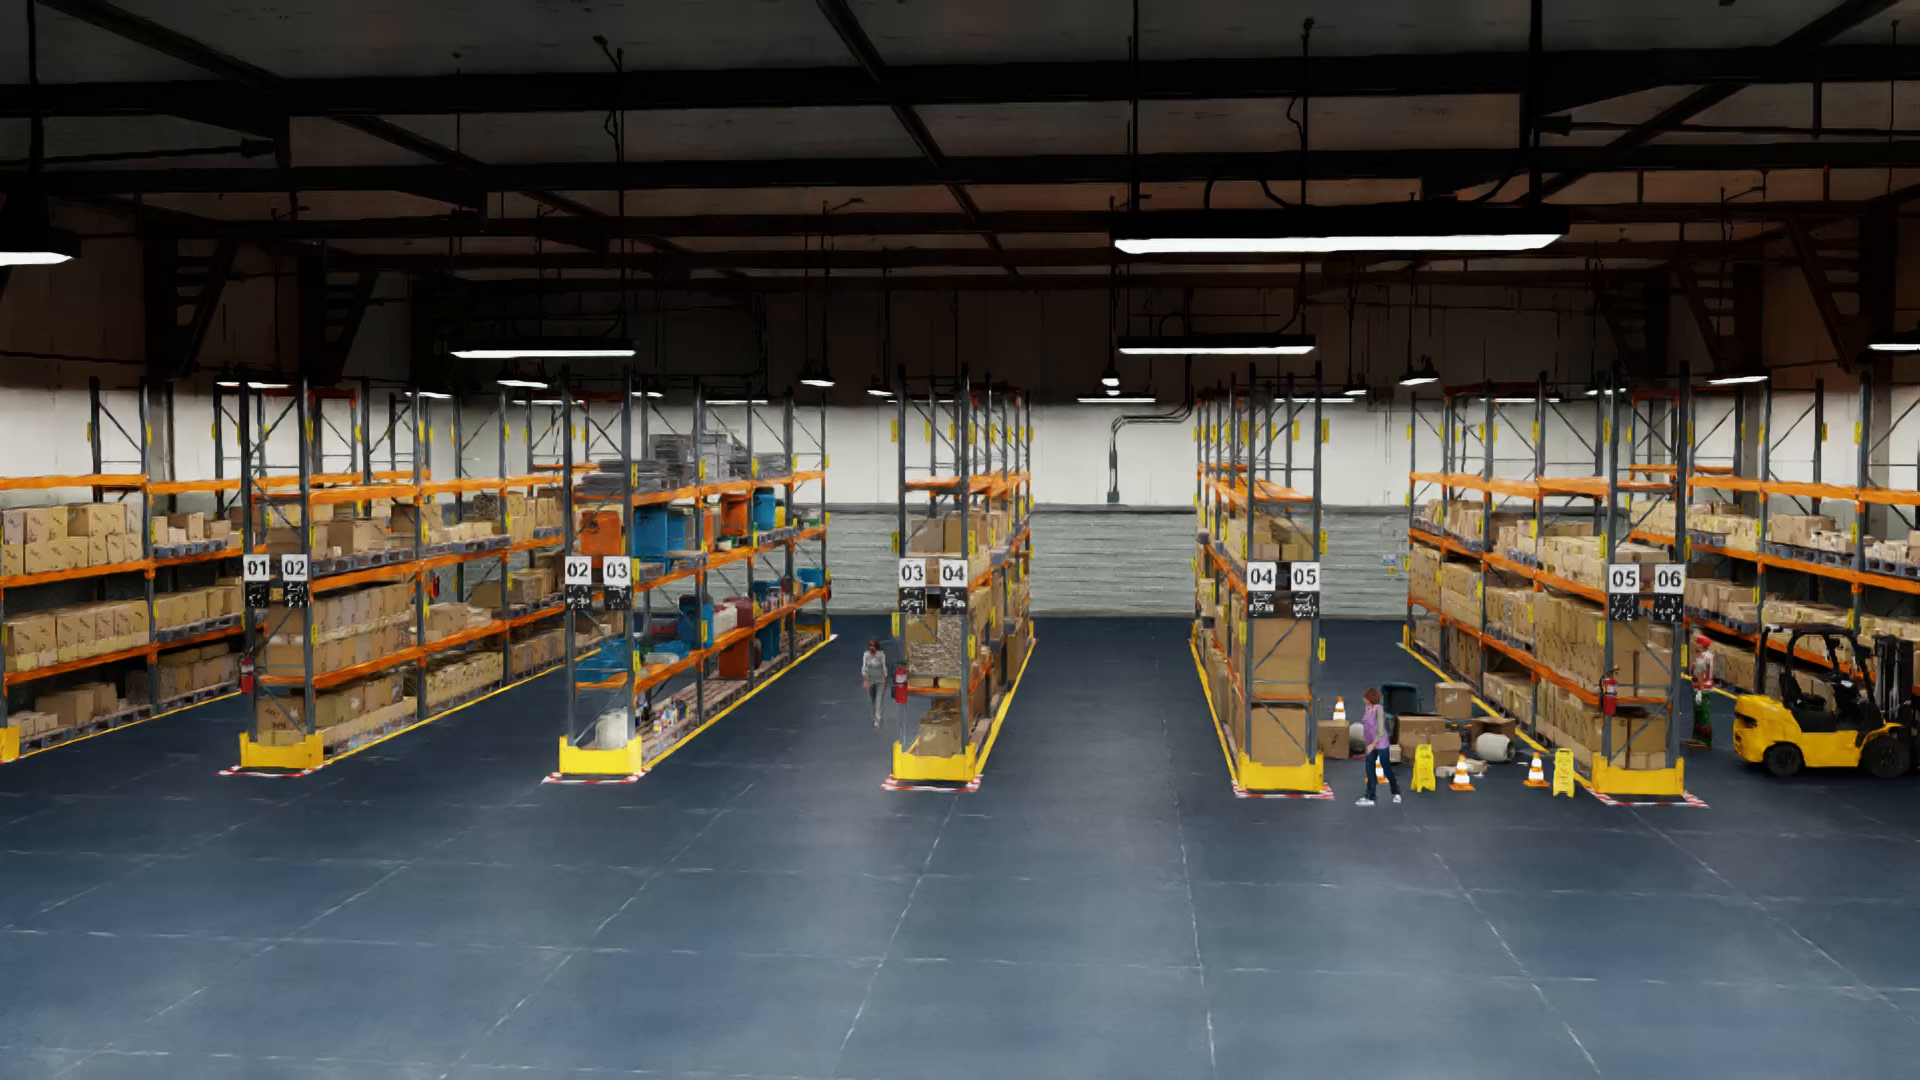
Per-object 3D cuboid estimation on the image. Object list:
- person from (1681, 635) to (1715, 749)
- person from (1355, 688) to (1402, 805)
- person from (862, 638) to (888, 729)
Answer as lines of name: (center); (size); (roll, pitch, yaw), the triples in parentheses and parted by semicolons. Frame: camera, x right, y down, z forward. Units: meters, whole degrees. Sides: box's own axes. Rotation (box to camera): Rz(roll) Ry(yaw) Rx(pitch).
person: (11.724, 2.398, 26.406); (0.489, 1.785, 0.608); (3, 4, 35)
person: (5.646, 2.776, 22.380); (0.639, 1.587, 0.443); (-1, 4, -20)
person: (-1.464, 2.408, 28.321); (0.418, 1.512, 1.033); (1, 4, 11)
